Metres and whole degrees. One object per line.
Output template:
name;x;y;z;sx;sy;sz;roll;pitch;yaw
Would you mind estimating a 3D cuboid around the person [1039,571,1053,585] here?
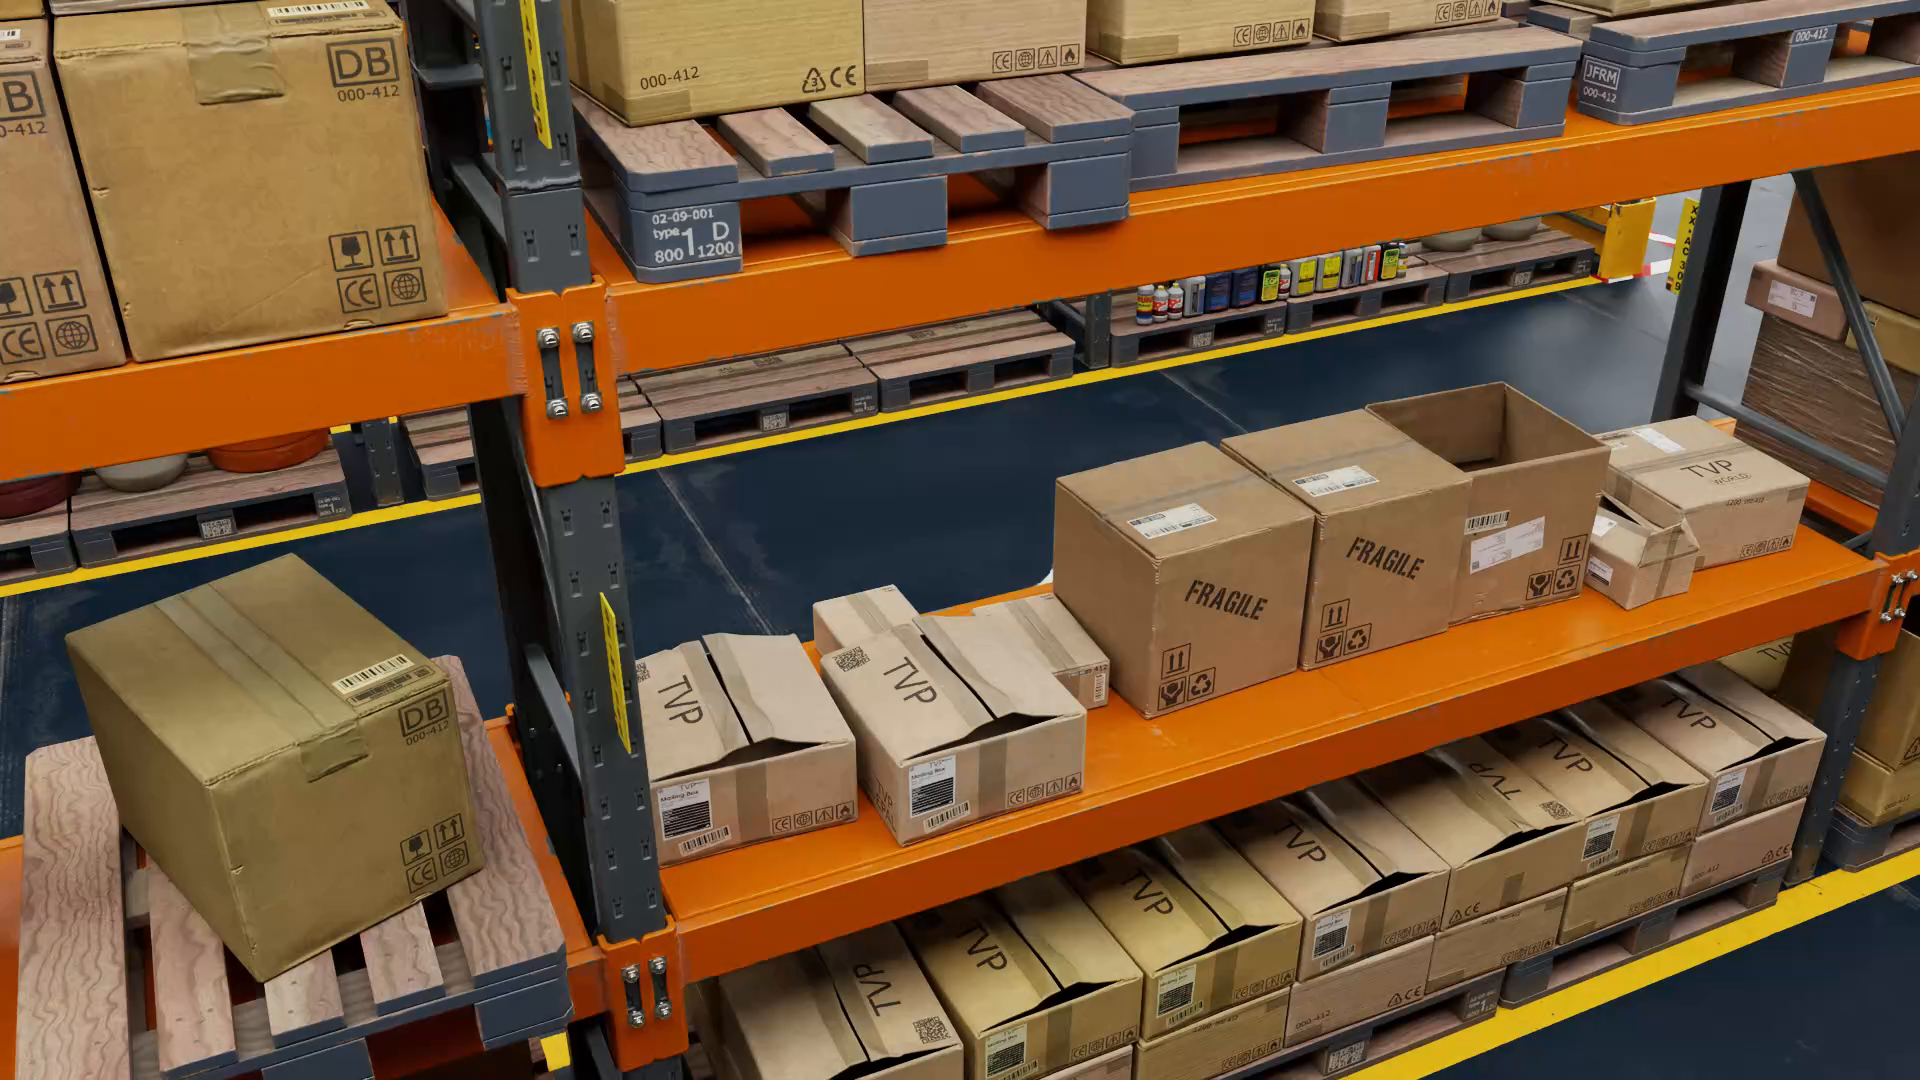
person;0.714;0.261;6.606;0.927;0.871;0.527;-13;32;-22
